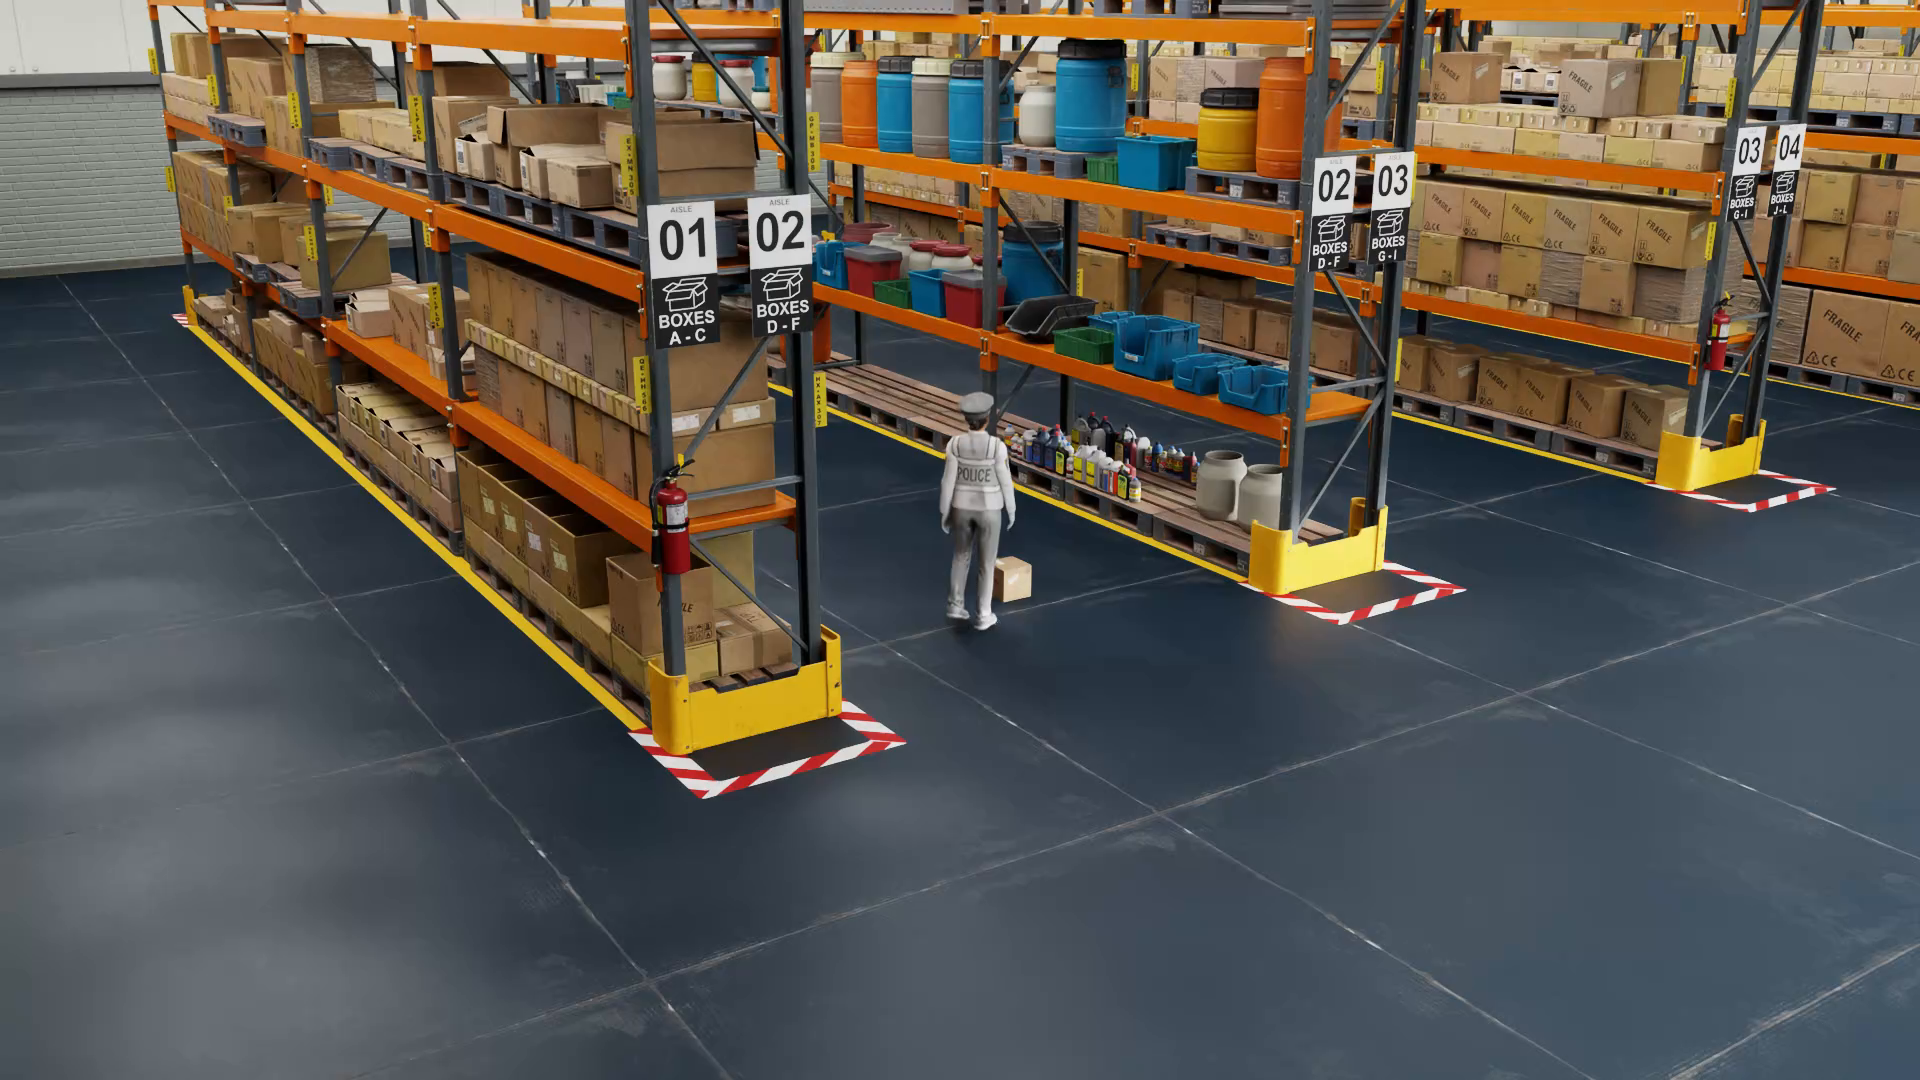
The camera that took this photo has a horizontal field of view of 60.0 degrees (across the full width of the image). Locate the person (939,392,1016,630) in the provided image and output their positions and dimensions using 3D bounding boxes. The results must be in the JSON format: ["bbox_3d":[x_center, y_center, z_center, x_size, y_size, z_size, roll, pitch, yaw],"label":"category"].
[{"bbox_3d":[0.126,-0.195,11.590,0.511,1.692,0.353,6,19,17],"label":"person"}]
